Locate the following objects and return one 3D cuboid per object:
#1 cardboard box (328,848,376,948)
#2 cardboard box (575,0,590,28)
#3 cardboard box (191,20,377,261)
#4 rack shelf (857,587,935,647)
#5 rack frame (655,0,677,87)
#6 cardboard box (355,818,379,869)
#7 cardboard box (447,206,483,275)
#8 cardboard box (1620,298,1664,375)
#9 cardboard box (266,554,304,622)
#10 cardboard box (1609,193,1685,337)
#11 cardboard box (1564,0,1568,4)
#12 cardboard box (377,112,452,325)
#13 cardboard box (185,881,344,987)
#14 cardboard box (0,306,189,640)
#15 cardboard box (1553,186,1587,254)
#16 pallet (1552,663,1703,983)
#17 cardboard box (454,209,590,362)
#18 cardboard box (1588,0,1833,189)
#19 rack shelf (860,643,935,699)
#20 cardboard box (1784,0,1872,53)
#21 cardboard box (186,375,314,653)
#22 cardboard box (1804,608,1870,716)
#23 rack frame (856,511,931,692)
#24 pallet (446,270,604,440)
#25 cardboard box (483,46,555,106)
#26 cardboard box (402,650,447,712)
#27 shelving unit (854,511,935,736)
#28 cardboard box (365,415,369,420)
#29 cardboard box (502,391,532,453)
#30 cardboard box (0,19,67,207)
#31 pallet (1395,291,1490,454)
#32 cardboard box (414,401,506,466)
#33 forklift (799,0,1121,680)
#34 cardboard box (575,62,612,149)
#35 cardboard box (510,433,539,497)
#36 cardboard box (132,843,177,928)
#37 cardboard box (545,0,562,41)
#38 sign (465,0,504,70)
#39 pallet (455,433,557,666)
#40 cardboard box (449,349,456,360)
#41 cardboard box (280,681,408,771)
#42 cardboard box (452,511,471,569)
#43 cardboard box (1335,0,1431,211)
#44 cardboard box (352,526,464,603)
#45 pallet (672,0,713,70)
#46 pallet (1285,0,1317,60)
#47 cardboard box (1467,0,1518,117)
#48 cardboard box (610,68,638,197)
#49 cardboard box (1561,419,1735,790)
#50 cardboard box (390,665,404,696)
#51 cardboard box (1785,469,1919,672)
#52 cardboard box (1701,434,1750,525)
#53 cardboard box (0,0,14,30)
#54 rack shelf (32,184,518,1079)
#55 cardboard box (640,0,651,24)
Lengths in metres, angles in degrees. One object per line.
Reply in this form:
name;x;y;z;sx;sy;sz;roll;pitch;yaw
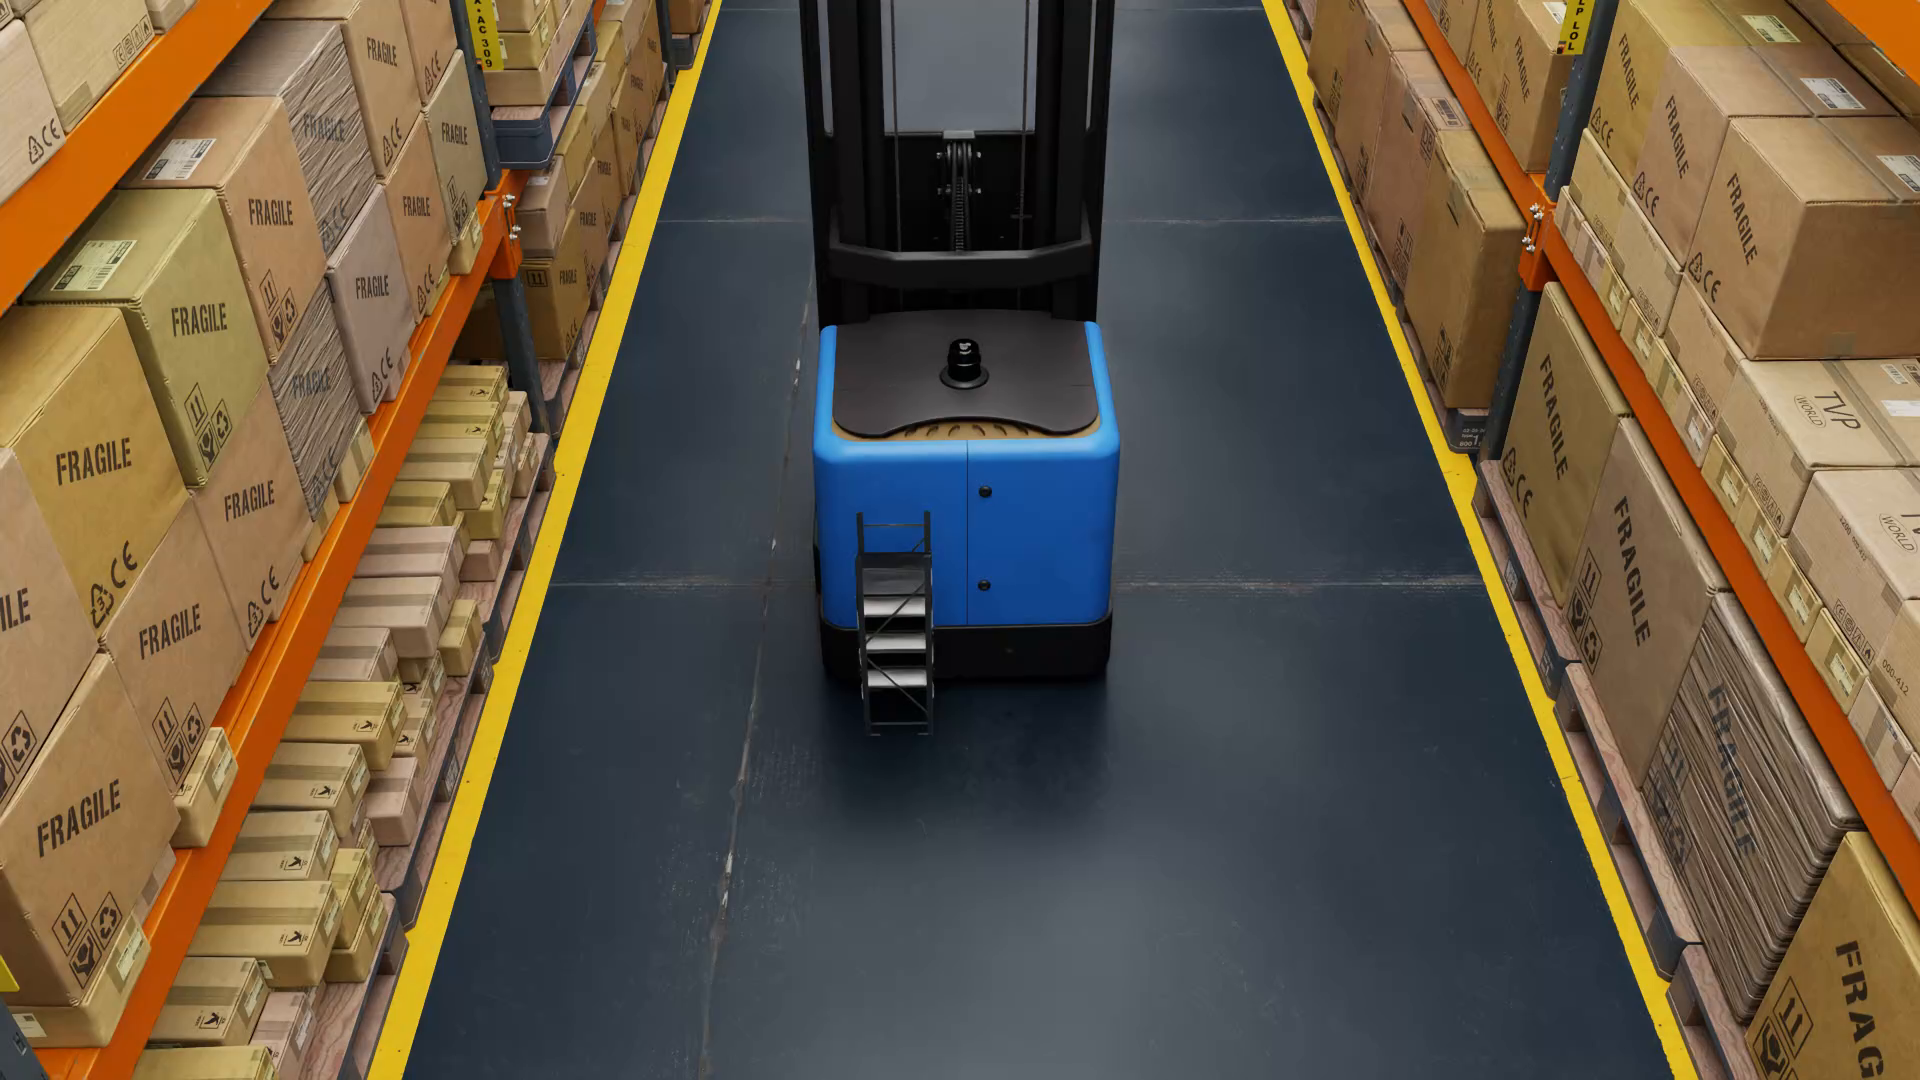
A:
cardboard box;-1.917;1.025;4.779;0.380;0.149;0.250;1;39;1
cardboard box;-1.796;-2.296;7.081;0.380;0.149;0.250;0;39;0
cardboard box;-1.990;-1.105;4.612;0.500;0.500;0.500;1;39;1
rack shelf;-0.216;0.259;5.603;0.258;0.077;0.200;-1;45;-1
rack frame;-2.258;-3.998;9.340;1.000;3.000;0.127;0;39;0
cardboard box;-2.005;0.987;5.063;0.380;0.149;0.250;0;39;0
cardboard box;-1.910;-1.059;5.874;0.380;0.149;0.250;-1;39;-1
cardboard box;2.378;-0.660;5.376;0.380;0.149;0.250;-1;39;-1
cardboard box;-1.995;0.087;4.444;0.380;0.149;0.250;-1;39;-1
cardboard box;2.441;-0.889;5.343;0.500;0.250;0.500;0;39;0
cardboard box;2.698;-2.267;6.298;0.797;0.503;0.637;-1;39;-1
cardboard box;-1.971;-1.025;5.312;0.500;0.500;0.500;-1;39;-1
cardboard box;-1.902;1.063;4.492;0.380;0.149;0.250;0;39;0
cardboard box;-1.991;-0.137;3.405;0.500;0.500;0.500;1;39;1
cardboard box;2.374;-1.154;5.992;0.380;0.149;0.250;0;39;0
pallet;2.634;0.892;5.469;1.003;0.211;1.213;0;39;0
cardboard box;-1.989;-1.147;7.446;0.500;0.500;0.500;1;39;2
cardboard box;2.452;-1.487;5.490;0.500;0.500;0.500;0;39;0
rack shelf;-0.216;0.450;5.793;0.258;0.077;0.200;-1;45;-1
cardboard box;2.975;-1.500;5.505;0.500;0.500;0.500;1;39;1
cardboard box;-1.987;-0.072;4.124;0.500;0.500;0.500;0;39;1
cardboard box;2.379;0.301;4.176;0.380;0.149;0.250;-1;39;-1
rack frame;-0.218;0.227;5.715;0.240;0.900;0.006;-1;45;-1
pallet;-2.256;-0.895;7.698;1.003;0.211;1.213;0;39;0
cardboard box;-1.794;-1.809;6.474;0.380;0.149;0.250;-2;39;-2
cardboard box;-1.978;0.507;5.662;0.380;0.149;0.250;1;39;1
shelving unit;-0.216;0.299;5.643;0.258;0.900;0.210;-1;45;-1
cardboard box;-2.016;-0.402;5.053;0.380;0.149;0.250;-1;39;-1
cardboard box;-1.935;-0.467;6.640;0.380;0.149;0.250;1;39;1
cardboard box;-1.990;-0.717;2.968;0.500;0.250;0.500;1;39;1
pallet;2.630;-0.831;7.618;1.003;0.211;1.213;0;39;0
cardboard box;-1.953;-0.398;6.316;0.380;0.149;0.250;0;39;1
forklift;-0.018;-1.538;6.325;1.130;2.935;3.031;-1;39;-1
cardboard box;-1.989;-2.092;8.025;0.500;0.250;0.500;1;39;2
cardboard box;-1.912;-0.303;6.673;0.380;0.149;0.250;0;39;1
cardboard box;-1.963;0.741;3.628;0.380;0.149;0.250;1;39;2
cardboard box;-1.796;-2.087;6.583;0.380;0.149;0.250;-1;39;-1
sign;-1.711;-1.840;5.955;0.100;0.325;0.005;0;39;0
pallet;-2.217;0.012;6.567;1.003;0.211;1.213;0;39;0
cardboard box;-2.506;-1.148;7.446;0.500;0.500;0.500;-1;39;-1
cardboard box;-1.931;0.570;5.108;0.380;0.149;0.250;1;39;1
cardboard box;-2.002;0.026;6.025;0.380;0.149;0.250;0;39;0
cardboard box;2.675;-2.284;8.565;1.225;0.875;0.875;0;39;0
cardboard box;-1.930;0.089;5.708;0.380;0.149;0.250;-2;39;-2
pallet;-2.184;-3.403;10.827;1.003;0.211;1.213;0;39;0
pallet;2.703;-3.339;10.748;1.003;0.211;1.213;0;39;0
cardboard box;2.439;-2.078;6.864;0.500;0.500;0.500;1;39;1
cardboard box;-1.982;-2.120;8.659;0.500;0.500;0.500;-2;39;-2
cardboard box;2.628;0.204;5.460;0.875;0.875;0.875;0;39;0
cardboard box;-2.045;0.520;5.408;0.380;0.149;0.250;2;39;2
cardboard box;2.444;0.069;4.148;0.500;0.250;0.500;-1;39;-2
cardboard box;2.378;-0.179;4.775;0.380;0.149;0.250;-1;39;-1
cardboard box;-1.991;-0.903;2.800;0.500;0.250;0.500;0;39;-1
rack shelf;-2.251;0.035;4.883;1.077;0.370;4.000;0;39;0
cardboard box;-1.995;-3.052;9.223;0.500;0.250;0.500;-1;39;-1
